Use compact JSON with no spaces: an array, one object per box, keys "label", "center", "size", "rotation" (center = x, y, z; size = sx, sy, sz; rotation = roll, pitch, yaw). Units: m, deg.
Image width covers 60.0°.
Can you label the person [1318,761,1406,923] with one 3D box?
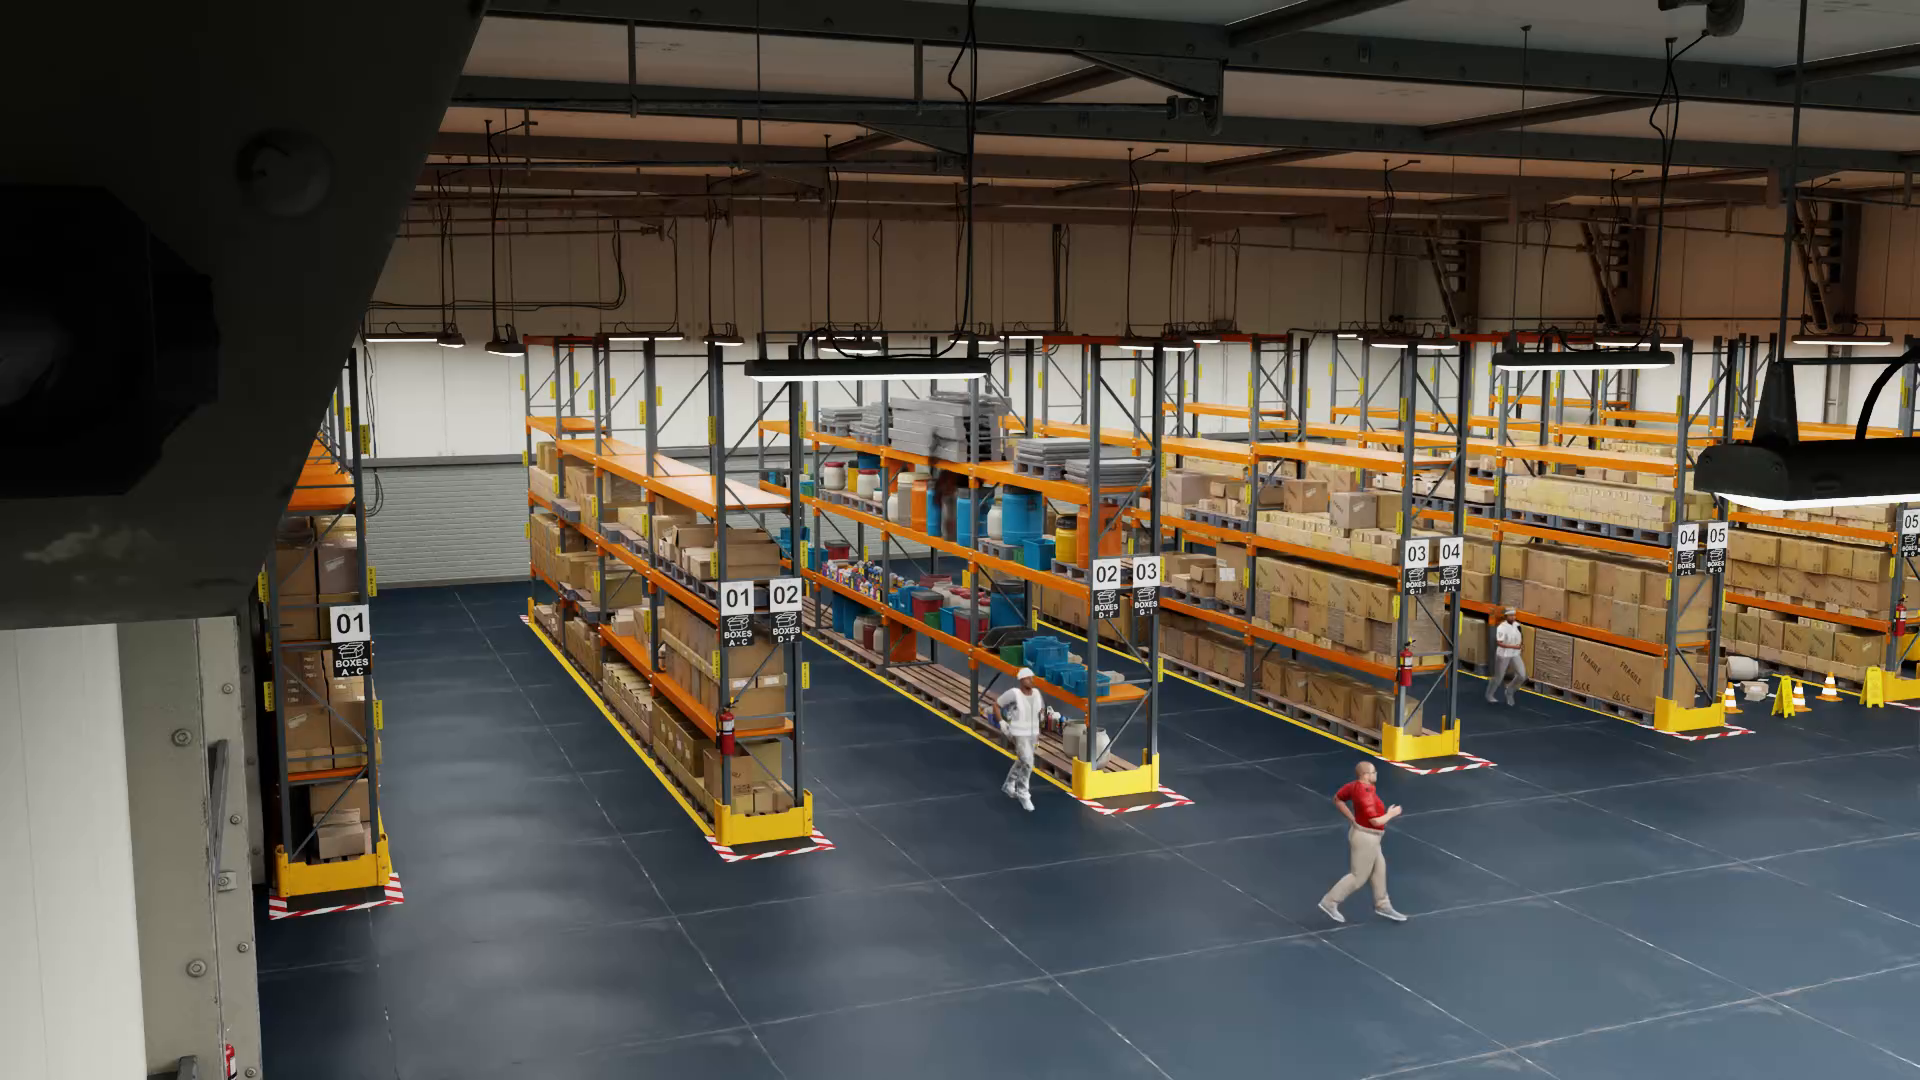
[{"label":"person","center":[4.224,3.195,17.373],"size":[0.964,1.661,0.656],"rotation":[0,8,1]}]

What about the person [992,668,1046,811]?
[{"label":"person","center":[0.839,2.573,21.769],"size":[0.661,1.818,0.712],"rotation":[-7,10,-40]}]

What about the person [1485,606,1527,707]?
[{"label":"person","center":[8.971,1.887,27.143],"size":[0.590,1.669,0.834],"rotation":[-2,8,-17]}]
